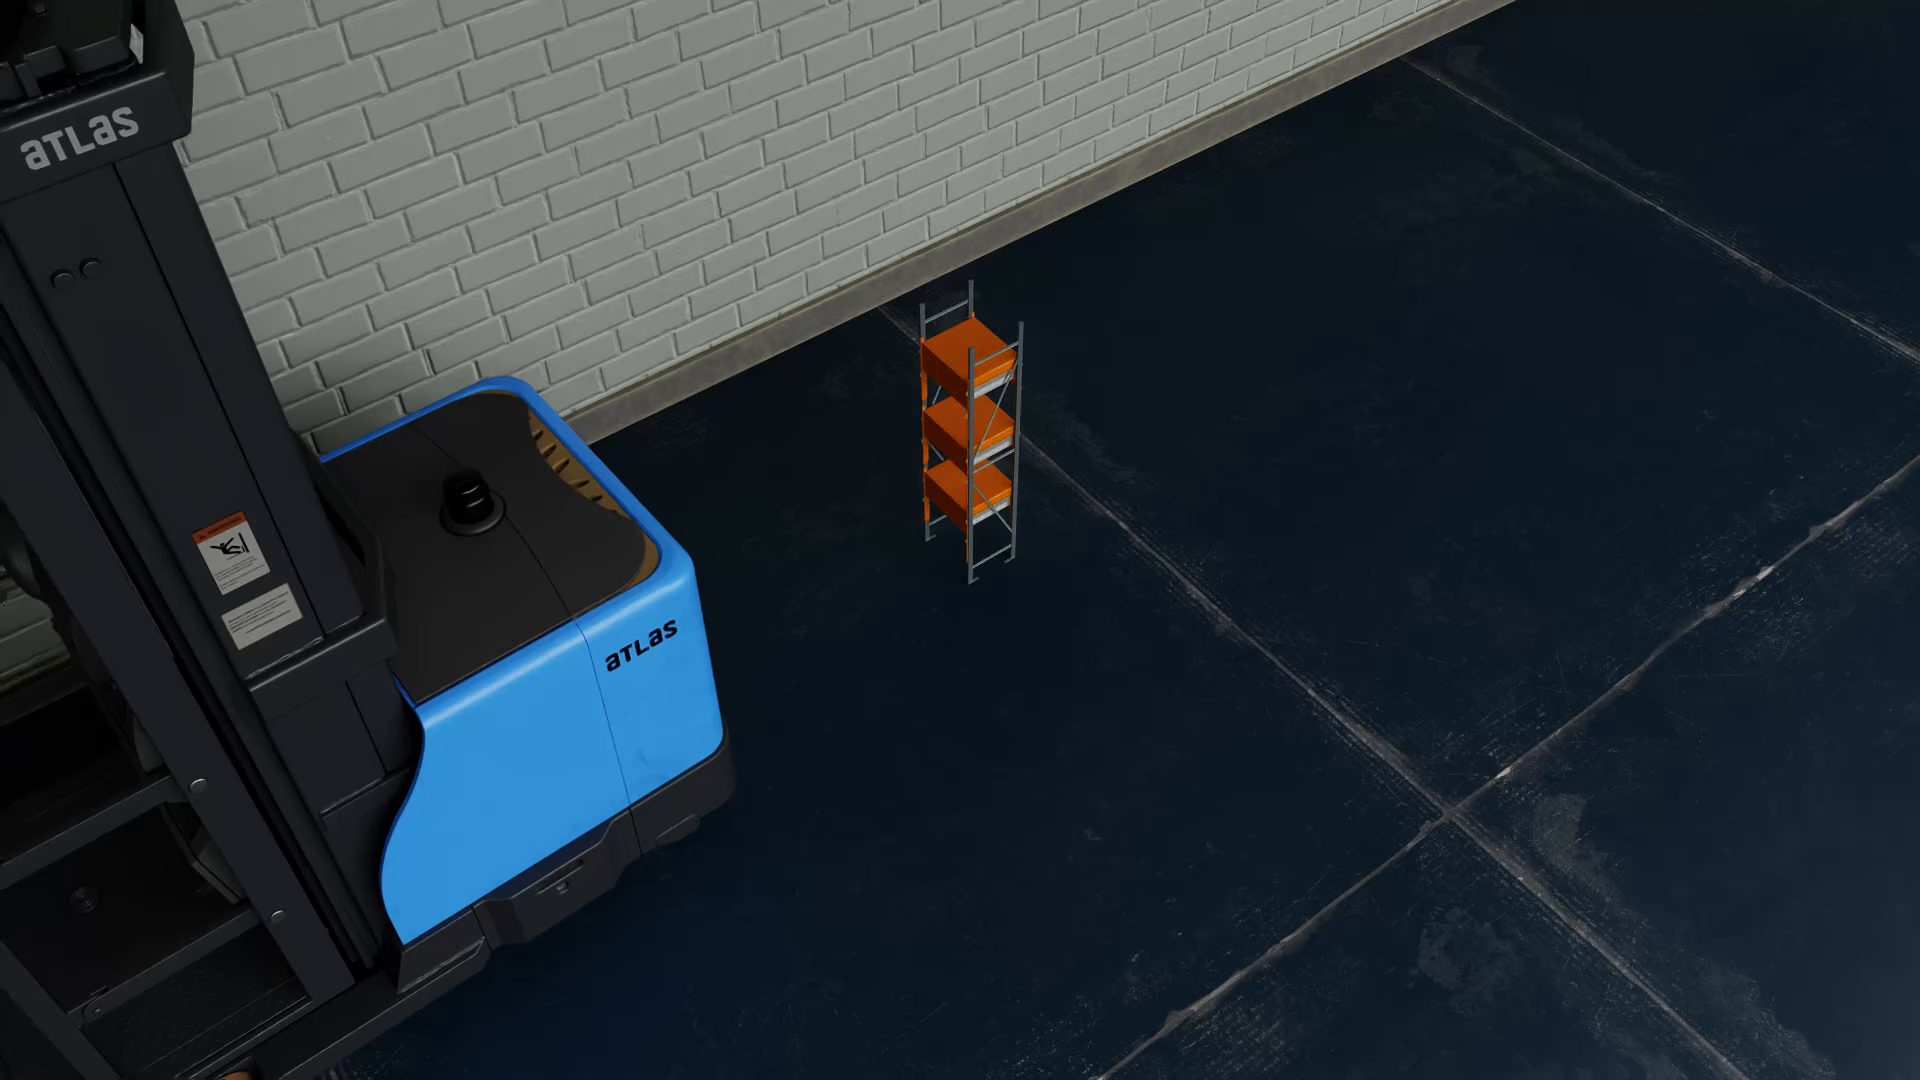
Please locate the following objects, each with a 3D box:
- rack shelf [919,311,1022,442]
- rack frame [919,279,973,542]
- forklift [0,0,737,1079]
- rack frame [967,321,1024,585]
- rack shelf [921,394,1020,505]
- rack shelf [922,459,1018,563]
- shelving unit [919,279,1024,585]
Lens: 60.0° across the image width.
[{"bbox_3d":[0.032,-0.505,5.130,0.215,0.259,0.240,-29,54,-24],"label":"rack shelf"},{"bbox_3d":[-0.041,-0.393,5.398,0.200,1.050,0.008,-29,54,-24],"label":"rack frame"},{"bbox_3d":[-2.135,0.206,3.585,3.031,2.935,1.130,-31,55,-25],"label":"forklift"},{"bbox_3d":[0.106,-0.249,5.267,0.200,1.050,0.008,-29,54,-24],"label":"rack frame"},{"bbox_3d":[0.032,-0.314,5.340,0.215,0.259,0.240,-29,54,-24],"label":"rack shelf"},{"bbox_3d":[0.032,-0.127,5.546,0.215,0.259,0.240,-29,54,-24],"label":"rack shelf"},{"bbox_3d":[0.032,-0.321,5.332,0.215,1.050,0.252,-29,54,-24],"label":"shelving unit"}]
